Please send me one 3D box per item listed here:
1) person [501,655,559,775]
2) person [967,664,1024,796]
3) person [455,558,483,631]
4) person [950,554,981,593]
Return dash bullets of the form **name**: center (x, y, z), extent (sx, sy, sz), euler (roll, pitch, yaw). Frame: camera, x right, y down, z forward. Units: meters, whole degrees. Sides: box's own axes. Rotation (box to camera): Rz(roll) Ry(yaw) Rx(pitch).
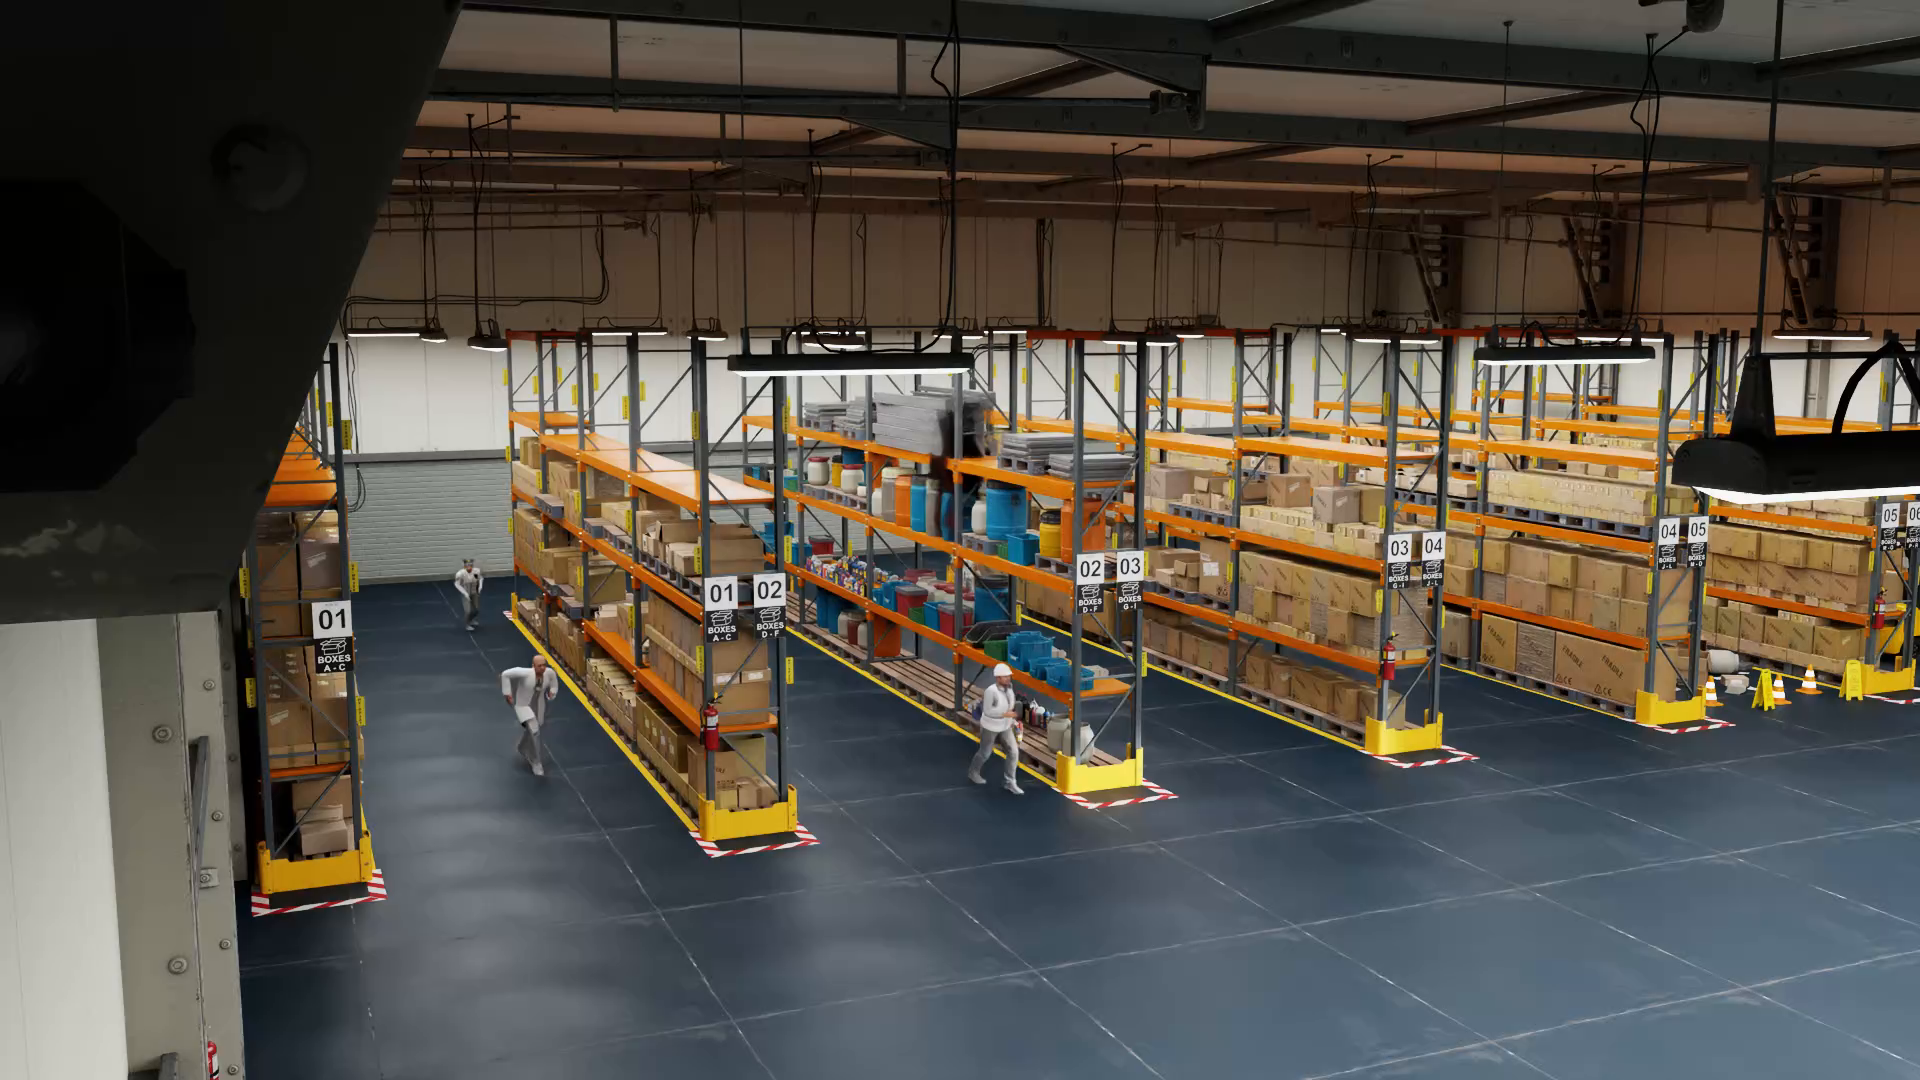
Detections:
- **person**: center (-5.981, 2.401, 23.086), extent (0.760, 1.738, 1.037), euler (-6, 10, -36)
- **person**: center (0.465, 2.480, 22.023), extent (0.655, 1.763, 0.958), euler (-7, 11, -43)
- **person**: center (-9.822, 1.074, 33.228), extent (0.583, 1.503, 0.840), euler (-6, 10, -36)
- **person**: center (0.127, 0.773, 34.623), extent (0.674, 1.725, 0.635), euler (-3, 8, -22)
